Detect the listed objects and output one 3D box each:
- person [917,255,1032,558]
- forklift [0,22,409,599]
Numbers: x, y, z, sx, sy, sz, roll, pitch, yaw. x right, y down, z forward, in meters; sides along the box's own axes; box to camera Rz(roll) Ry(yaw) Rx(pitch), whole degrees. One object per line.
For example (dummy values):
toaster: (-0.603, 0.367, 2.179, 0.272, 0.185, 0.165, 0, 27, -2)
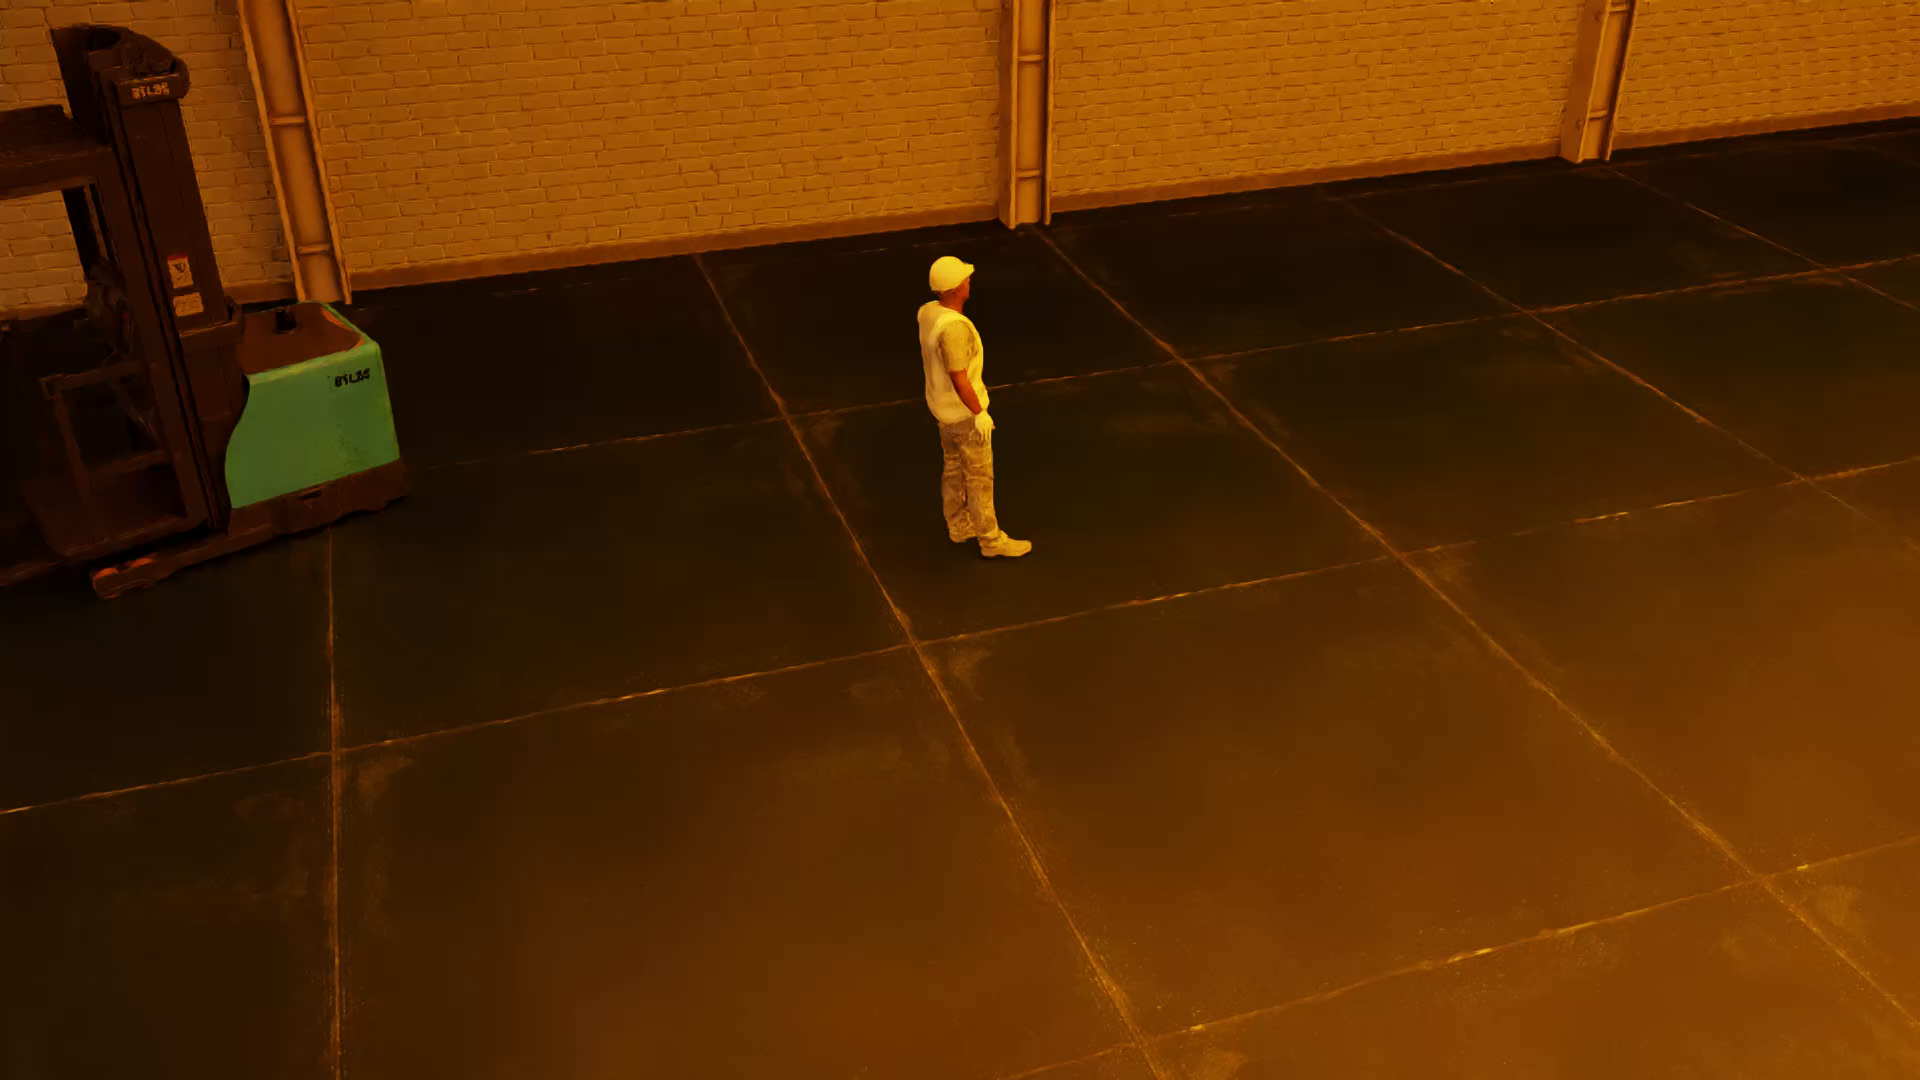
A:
person: (0.071, -0.786, 9.591, 0.576, 1.782, 0.655, -10, 31, -16)
forklift: (-4.920, -1.236, 9.235, 3.031, 2.935, 1.130, -22, 36, -33)
